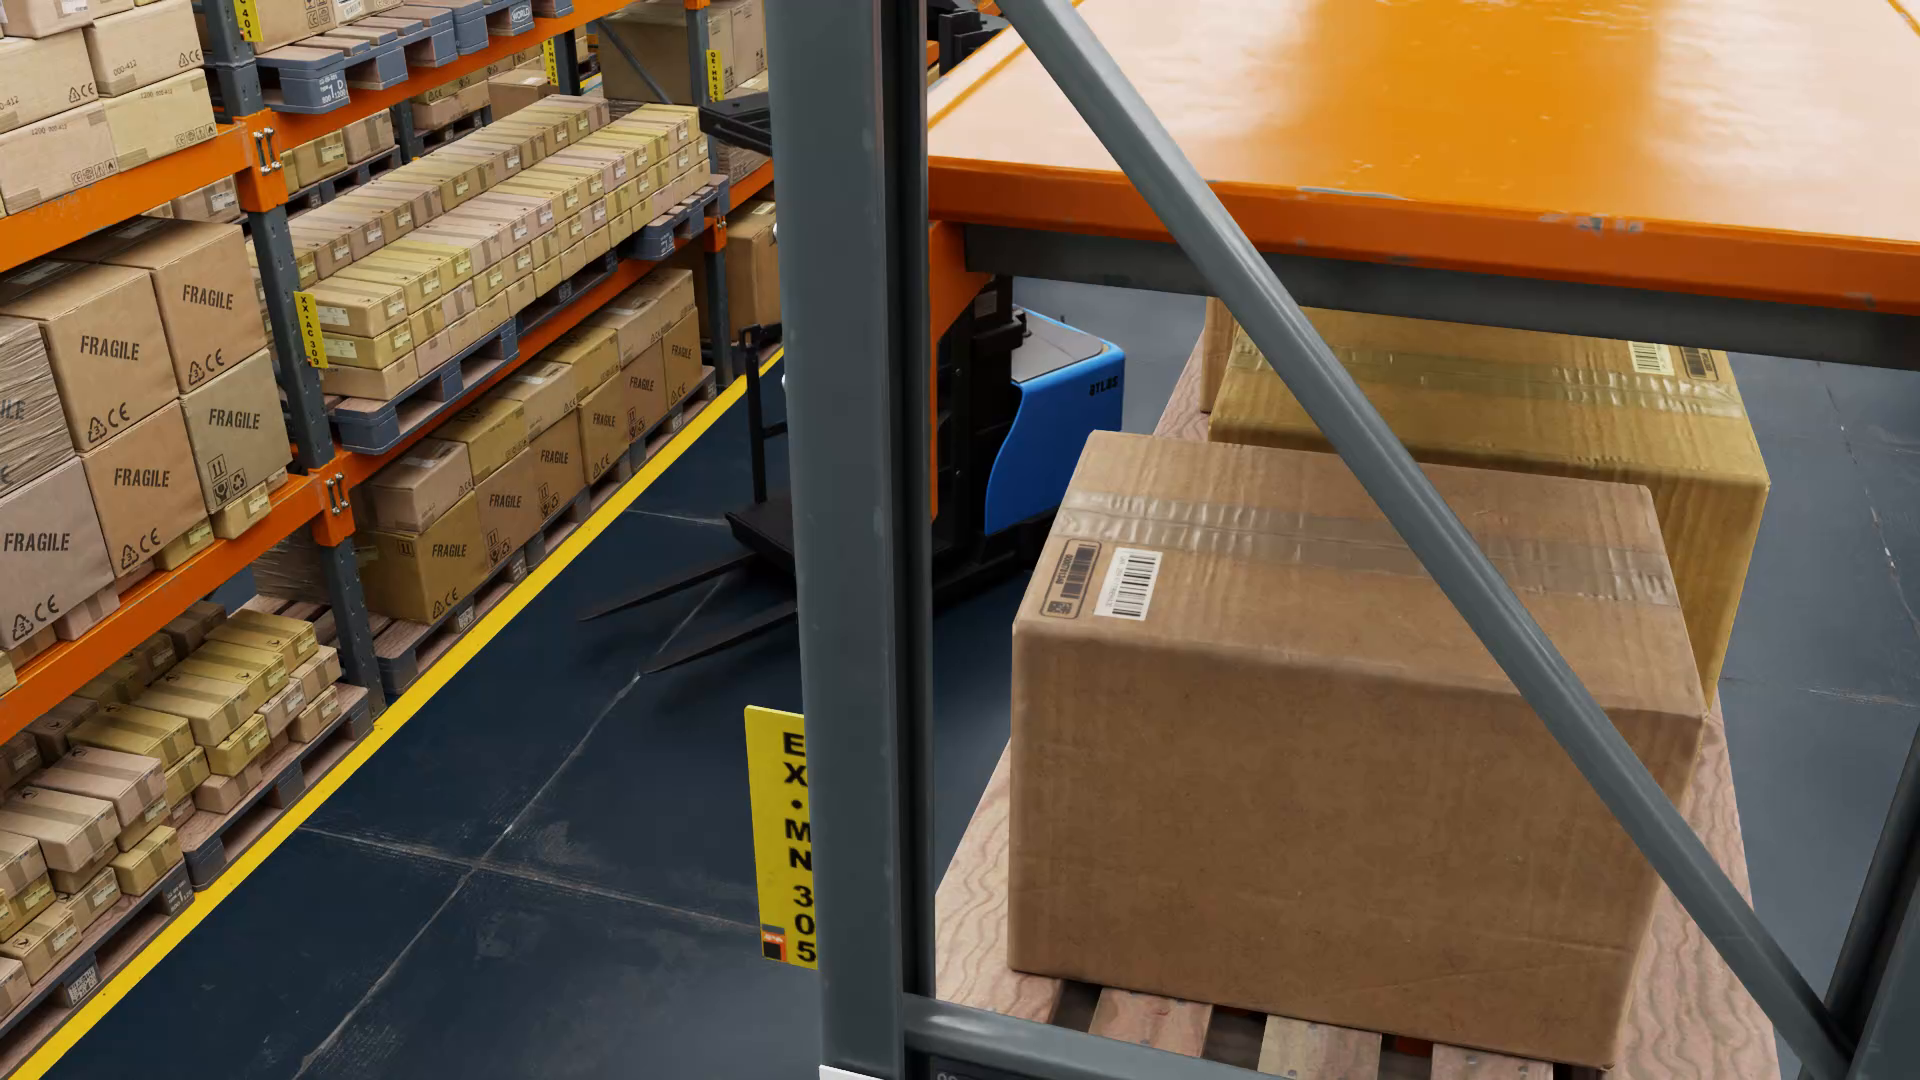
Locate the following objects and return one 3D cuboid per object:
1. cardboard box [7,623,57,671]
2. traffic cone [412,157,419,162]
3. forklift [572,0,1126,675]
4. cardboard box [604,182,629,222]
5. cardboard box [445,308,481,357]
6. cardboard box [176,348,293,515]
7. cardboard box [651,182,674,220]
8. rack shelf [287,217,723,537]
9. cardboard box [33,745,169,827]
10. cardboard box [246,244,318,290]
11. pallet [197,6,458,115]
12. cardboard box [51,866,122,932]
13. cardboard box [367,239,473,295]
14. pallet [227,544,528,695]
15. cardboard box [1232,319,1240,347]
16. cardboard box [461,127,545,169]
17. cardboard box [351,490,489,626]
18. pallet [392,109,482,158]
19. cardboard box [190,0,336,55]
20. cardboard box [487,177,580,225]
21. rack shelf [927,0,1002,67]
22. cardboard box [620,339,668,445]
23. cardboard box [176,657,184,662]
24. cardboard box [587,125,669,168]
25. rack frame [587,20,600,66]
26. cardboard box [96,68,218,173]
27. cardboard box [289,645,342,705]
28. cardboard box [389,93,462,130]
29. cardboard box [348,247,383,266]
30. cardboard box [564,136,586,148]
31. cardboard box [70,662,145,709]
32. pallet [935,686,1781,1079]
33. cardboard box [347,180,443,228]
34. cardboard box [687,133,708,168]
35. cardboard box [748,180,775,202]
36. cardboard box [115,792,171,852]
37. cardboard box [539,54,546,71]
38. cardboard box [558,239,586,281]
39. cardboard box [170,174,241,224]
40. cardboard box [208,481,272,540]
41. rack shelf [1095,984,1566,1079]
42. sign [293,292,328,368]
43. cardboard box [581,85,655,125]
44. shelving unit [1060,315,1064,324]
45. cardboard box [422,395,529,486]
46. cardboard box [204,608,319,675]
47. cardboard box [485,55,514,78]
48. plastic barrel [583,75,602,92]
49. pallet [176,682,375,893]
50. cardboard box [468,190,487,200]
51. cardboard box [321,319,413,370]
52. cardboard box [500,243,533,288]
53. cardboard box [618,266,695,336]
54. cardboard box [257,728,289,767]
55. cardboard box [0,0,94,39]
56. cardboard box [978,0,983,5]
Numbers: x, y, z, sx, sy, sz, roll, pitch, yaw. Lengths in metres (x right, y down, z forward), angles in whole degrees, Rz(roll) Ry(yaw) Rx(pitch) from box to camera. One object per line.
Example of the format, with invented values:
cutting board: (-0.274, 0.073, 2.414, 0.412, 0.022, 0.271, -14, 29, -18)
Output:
cardboard box: (-3.429, 0.329, 5.831, 0.380, 0.149, 0.250, 8, 30, 14)
traffic cone: (-4.625, -3.048, 14.253, 0.336, 0.463, 0.334, 8, 30, 15)
forklift: (-0.538, -1.074, 8.165, 3.031, 2.935, 1.130, -23, 36, -35)
cardboard box: (-2.022, -1.845, 9.001, 0.380, 0.149, 0.250, 8, 30, 15)
cardboard box: (-2.477, -0.992, 7.774, 0.380, 0.149, 0.250, 9, 30, 15)
cardboard box: (-3.057, -0.464, 6.590, 0.500, 0.500, 0.500, 9, 30, 15)
cardboard box: (-1.866, -1.958, 9.511, 0.380, 0.149, 0.250, 9, 30, 16)
rack shelf: (-2.598, -1.170, 9.008, 1.077, 0.370, 4.000, 8, 30, 15)
cardboard box: (-3.286, 0.939, 6.365, 0.380, 0.149, 0.250, 7, 30, 12)
cardboard box: (-3.176, -1.228, 7.587, 0.380, 0.149, 0.250, 8, 30, 13)
pallet: (-2.902, -2.056, 6.968, 1.213, 0.211, 1.003, 8, 30, 15)
cardboard box: (-3.419, 1.330, 6.273, 0.380, 0.149, 0.250, 9, 30, 16)
cardboard box: (-2.476, -1.256, 7.636, 0.380, 0.149, 0.250, 9, 30, 15)
pallet: (-2.958, 0.301, 8.491, 1.003, 0.211, 1.213, 8, 30, 15)
cardboard box: (0.840, -0.264, 2.916, 0.700, 0.500, 0.500, 6, 30, 11)
cardboard box: (-2.563, -2.199, 9.332, 0.380, 0.149, 0.250, 7, 30, 13)
cardboard box: (-2.715, 0.048, 8.218, 0.500, 0.500, 0.500, 10, 31, 17)
pallet: (-5.436, -4.031, 16.279, 1.003, 0.211, 1.213, 8, 30, 15)
cardboard box: (-2.969, -2.254, 6.596, 0.700, 0.500, 0.500, 9, 30, 15)
cardboard box: (-2.176, -1.733, 8.495, 0.380, 0.149, 0.250, 9, 30, 16)
rack shelf: (-0.250, -4.888, 15.692, 1.077, 0.370, 4.000, 8, 30, 15)
cardboard box: (-2.111, -0.922, 9.960, 0.500, 0.500, 0.500, 10, 31, 17)
cardboard box: (-3.598, 0.500, 7.461, 0.380, 0.149, 0.250, 10, 31, 17)
cardboard box: (-1.870, -2.217, 9.364, 0.380, 0.149, 0.250, 9, 30, 16)
rack frame: (-4.425, -6.791, 18.373, 1.000, 3.000, 0.127, 8, 30, 15)
cardboard box: (-3.071, -1.534, 5.991, 0.500, 0.250, 0.500, 9, 30, 16)
cardboard box: (-2.974, 0.569, 7.337, 0.380, 0.149, 0.250, 9, 30, 16)
cardboard box: (-5.168, -4.150, 16.021, 0.500, 0.250, 0.500, 7, 30, 13)
cardboard box: (-3.030, -1.337, 8.089, 0.380, 0.149, 0.250, 8, 30, 13)
cardboard box: (-2.423, -2.296, 9.812, 0.380, 0.149, 0.250, 10, 31, 17)
cardboard box: (-3.649, 0.622, 6.936, 0.380, 0.149, 0.250, 8, 30, 14)
pallet: (0.560, 0.440, 2.379, 1.003, 0.211, 1.213, 8, 30, 15)
cardboard box: (-2.871, -1.709, 8.451, 0.380, 0.149, 0.250, 7, 30, 13)
cardboard box: (-1.721, -2.323, 9.862, 0.380, 0.149, 0.250, 9, 30, 16)
cardboard box: (-1.493, -2.292, 12.166, 1.050, 0.750, 0.750, 9, 30, 16)
cardboard box: (-3.327, 1.047, 6.477, 0.380, 0.149, 0.250, 9, 30, 16)
cardboard box: (-4.565, -5.120, 17.764, 0.500, 0.250, 0.500, 9, 30, 15)
cardboard box: (-2.175, -1.471, 8.635, 0.380, 0.149, 0.250, 7, 30, 13)
cardboard box: (-6.389, -2.714, 13.314, 0.950, 0.372, 0.625, 8, 30, 14)
cardboard box: (-3.017, -0.144, 6.682, 0.380, 0.149, 0.250, 8, 30, 14)
rack shelf: (0.939, 0.132, 3.581, 1.077, 0.370, 4.000, 8, 30, 15)
sign: (-2.664, -0.860, 6.820, 0.100, 0.325, 0.005, 8, 30, 15)
cardboard box: (-2.136, -2.706, 10.925, 0.500, 0.500, 0.500, 8, 30, 15)
shelving unit: (0.512, -0.865, 9.871, 0.258, 0.900, 0.210, -5, 28, -9)
cardboard box: (-2.562, -0.528, 8.481, 0.500, 0.250, 0.500, 9, 30, 16)
cardboard box: (-3.041, 0.449, 7.245, 0.380, 0.149, 0.250, 9, 30, 16)
cardboard box: (-4.868, -4.969, 16.722, 0.500, 0.500, 0.500, 10, 31, 17)
plastic barrel: (-3.584, -4.490, 16.885, 0.421, 0.421, 0.512, -17, 34, -28)
pallet: (-3.349, 0.980, 7.271, 1.003, 0.211, 1.213, 8, 30, 15)
cardboard box: (-2.722, -1.823, 8.963, 0.380, 0.149, 0.250, 8, 30, 14)
cardboard box: (-2.630, -0.877, 7.261, 0.380, 0.149, 0.250, 9, 30, 16)
cardboard box: (-2.328, -1.364, 8.137, 0.380, 0.149, 0.250, 10, 31, 17)
cardboard box: (-1.962, -1.478, 10.189, 0.500, 0.250, 0.500, 8, 30, 14)
cardboard box: (-3.131, 0.847, 7.143, 0.380, 0.149, 0.250, 9, 30, 16)
cardboard box: (-3.115, -1.765, 5.482, 0.380, 0.149, 0.250, 8, 30, 15)
cardboard box: (-0.270, -5.265, 15.475, 0.875, 0.550, 0.500, 8, 30, 15)
